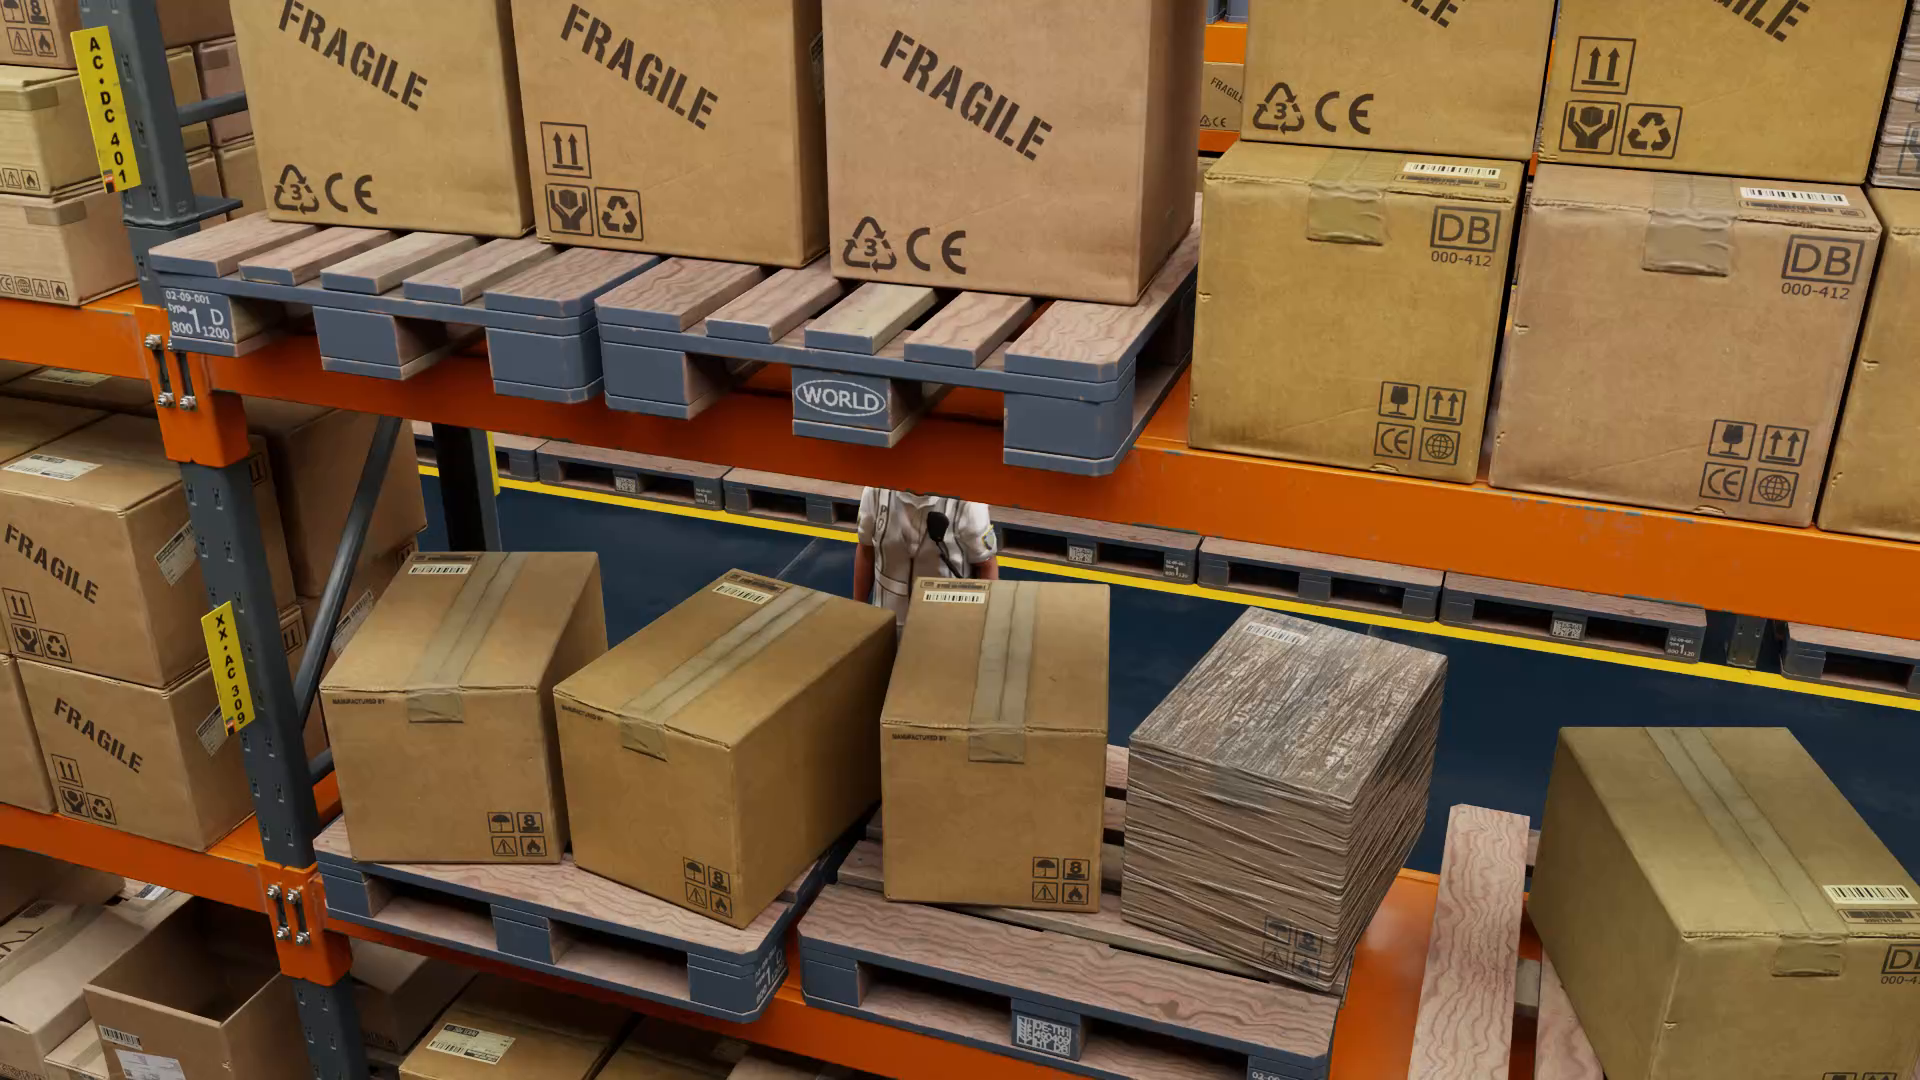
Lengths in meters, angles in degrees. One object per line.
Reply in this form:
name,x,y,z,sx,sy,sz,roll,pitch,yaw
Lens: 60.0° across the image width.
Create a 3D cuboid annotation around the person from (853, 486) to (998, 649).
person,-0.138,0.310,6.453,0.586,1.748,0.436,9,27,18
